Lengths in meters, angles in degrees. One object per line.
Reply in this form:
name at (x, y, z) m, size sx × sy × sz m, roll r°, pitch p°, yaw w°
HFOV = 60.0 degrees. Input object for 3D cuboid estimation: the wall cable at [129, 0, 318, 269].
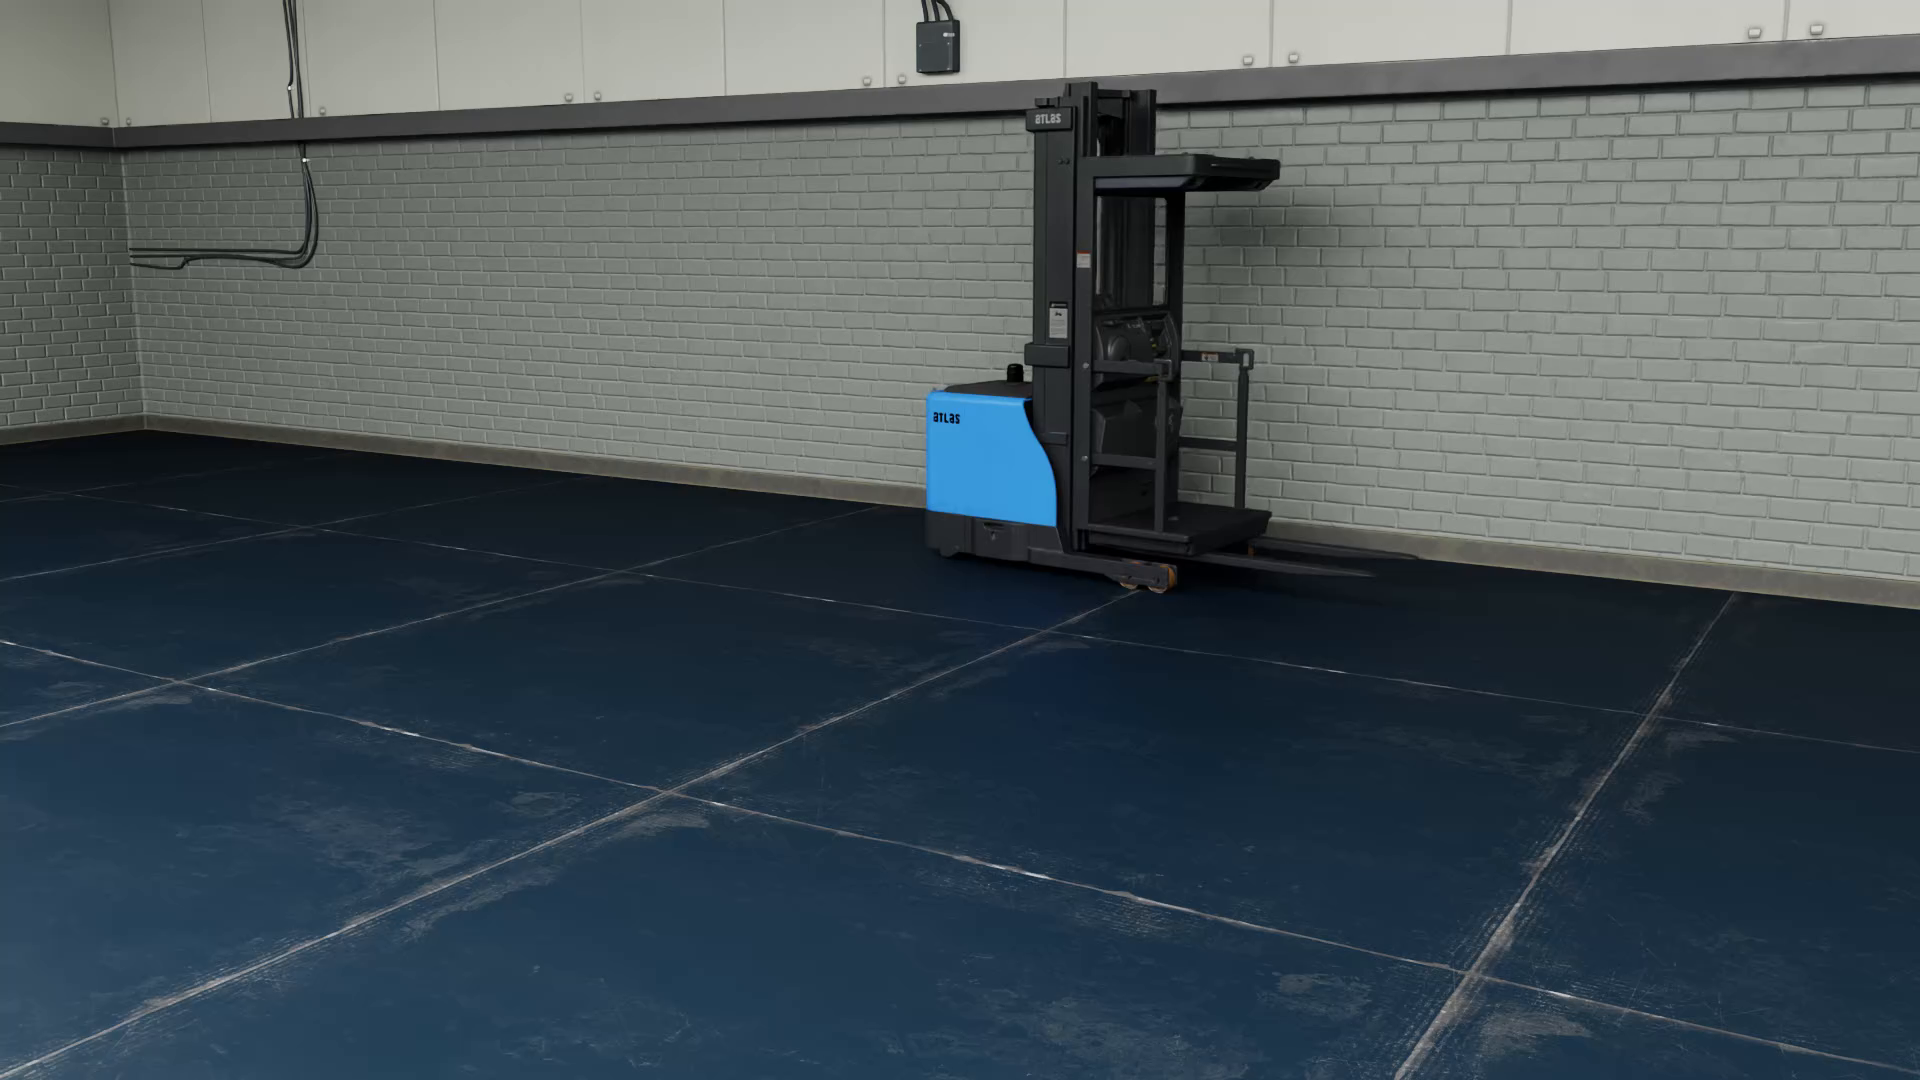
wall cable at (-7.417, -3.930, 16.343) m, size 3.097 × 2.526 × 0.112 m, roll 6°, pitch 12°, yaw 31°

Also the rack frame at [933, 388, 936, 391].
rack frame at (-0.091, -0.488, 11.125) m, size 0.200 × 1.050 × 0.008 m, roll 6°, pitch 12°, yaw 31°

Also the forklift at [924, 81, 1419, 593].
forklift at (1.250, -1.241, 10.030) m, size 3.031 × 2.935 × 1.130 m, roll 8°, pitch 13°, yaw 36°

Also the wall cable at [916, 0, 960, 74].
wall cable at (0.688, -6.218, 10.886) m, size 2.305 × 6.003 × 0.169 m, roll 6°, pitch 12°, yaw 31°

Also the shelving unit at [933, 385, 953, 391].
shelving unit at (-0.028, -0.508, 11.227) m, size 0.215 × 1.050 × 0.252 m, roll 6°, pitch 12°, yaw 31°
